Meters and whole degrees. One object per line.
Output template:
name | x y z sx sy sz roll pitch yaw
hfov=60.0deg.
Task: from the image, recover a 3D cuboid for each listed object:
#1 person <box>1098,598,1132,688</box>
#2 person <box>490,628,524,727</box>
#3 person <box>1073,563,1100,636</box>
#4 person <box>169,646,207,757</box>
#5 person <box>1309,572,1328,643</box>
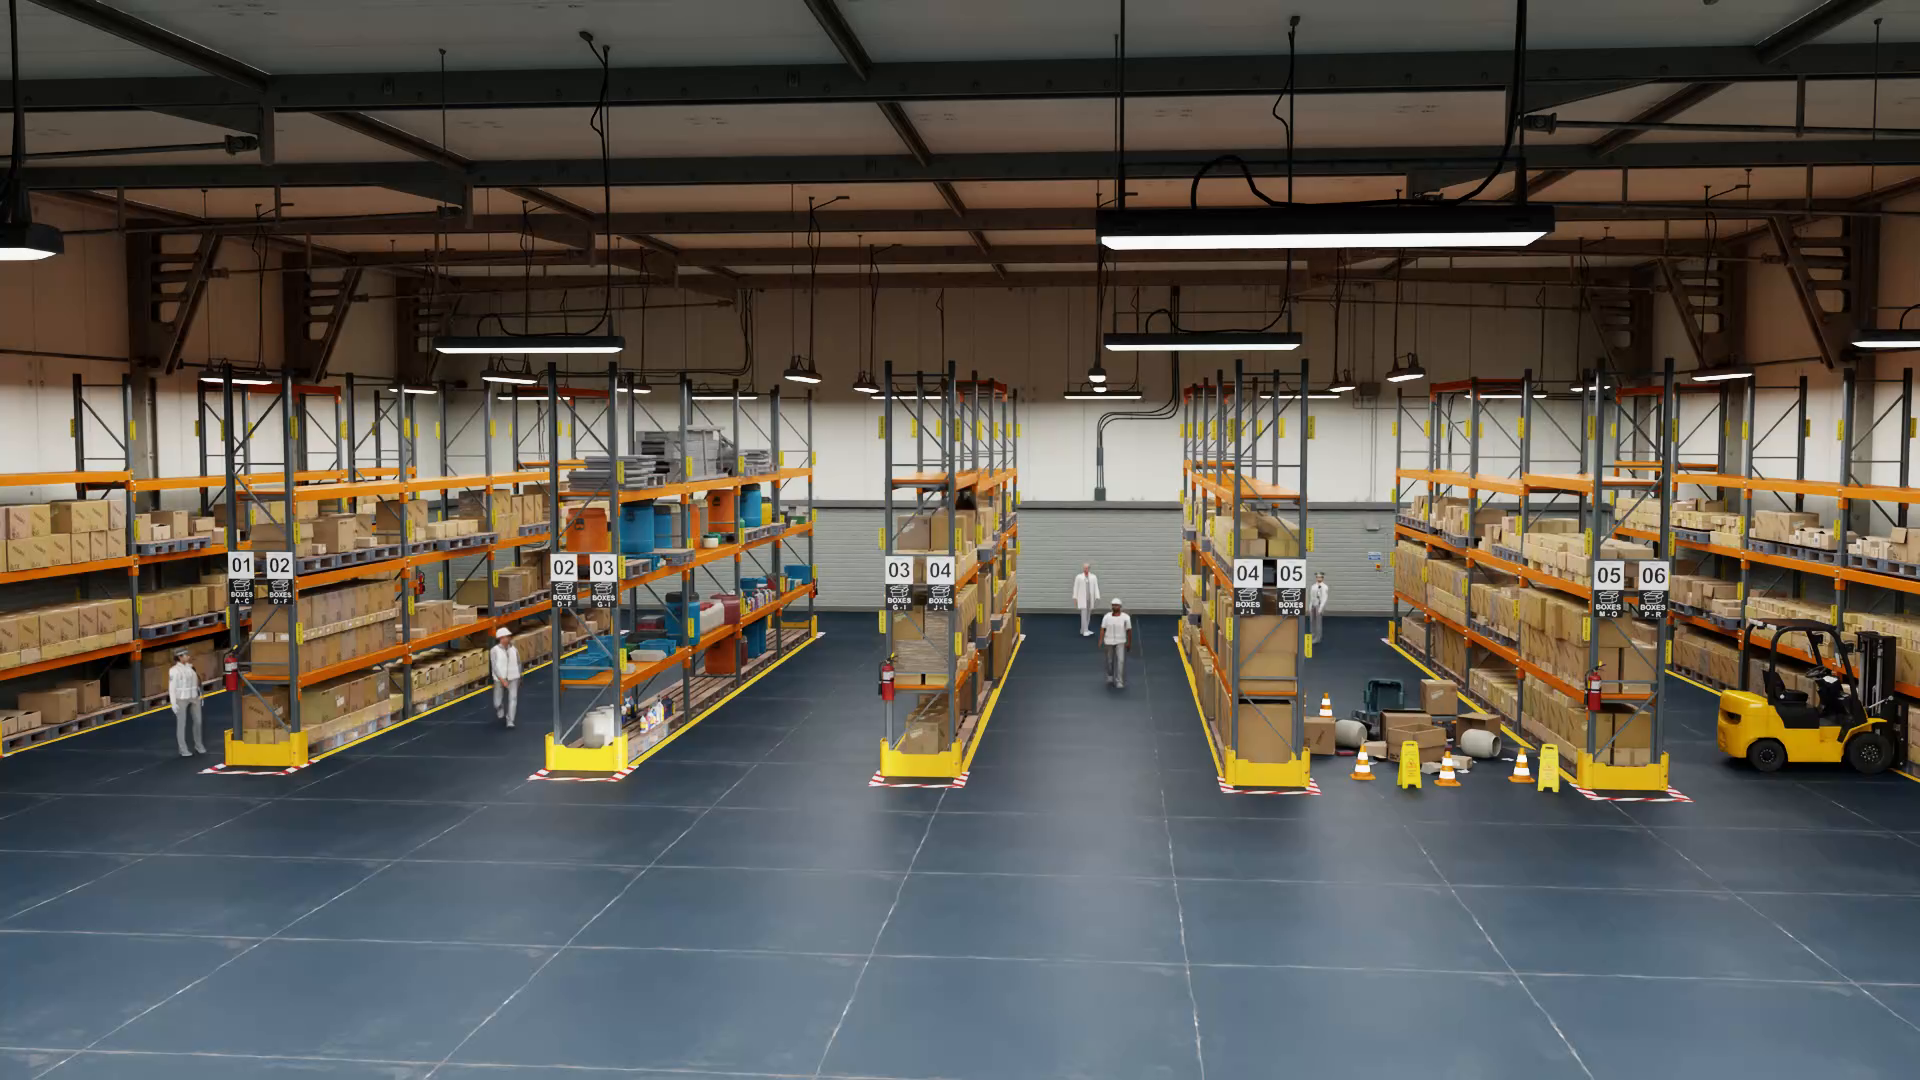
person | 3.024 2.006 32.422 0.657 1.725 0.999 0 4 3
person | -7.688 2.326 28.265 0.557 1.644 0.918 -1 4 -19
person | 3.117 1.457 40.607 0.613 1.772 0.733 -2 4 -24
person | -11.938 2.488 25.686 0.382 1.723 0.561 3 5 35
person | 8.410 1.596 39.165 0.470 1.705 0.543 -1 4 -20
